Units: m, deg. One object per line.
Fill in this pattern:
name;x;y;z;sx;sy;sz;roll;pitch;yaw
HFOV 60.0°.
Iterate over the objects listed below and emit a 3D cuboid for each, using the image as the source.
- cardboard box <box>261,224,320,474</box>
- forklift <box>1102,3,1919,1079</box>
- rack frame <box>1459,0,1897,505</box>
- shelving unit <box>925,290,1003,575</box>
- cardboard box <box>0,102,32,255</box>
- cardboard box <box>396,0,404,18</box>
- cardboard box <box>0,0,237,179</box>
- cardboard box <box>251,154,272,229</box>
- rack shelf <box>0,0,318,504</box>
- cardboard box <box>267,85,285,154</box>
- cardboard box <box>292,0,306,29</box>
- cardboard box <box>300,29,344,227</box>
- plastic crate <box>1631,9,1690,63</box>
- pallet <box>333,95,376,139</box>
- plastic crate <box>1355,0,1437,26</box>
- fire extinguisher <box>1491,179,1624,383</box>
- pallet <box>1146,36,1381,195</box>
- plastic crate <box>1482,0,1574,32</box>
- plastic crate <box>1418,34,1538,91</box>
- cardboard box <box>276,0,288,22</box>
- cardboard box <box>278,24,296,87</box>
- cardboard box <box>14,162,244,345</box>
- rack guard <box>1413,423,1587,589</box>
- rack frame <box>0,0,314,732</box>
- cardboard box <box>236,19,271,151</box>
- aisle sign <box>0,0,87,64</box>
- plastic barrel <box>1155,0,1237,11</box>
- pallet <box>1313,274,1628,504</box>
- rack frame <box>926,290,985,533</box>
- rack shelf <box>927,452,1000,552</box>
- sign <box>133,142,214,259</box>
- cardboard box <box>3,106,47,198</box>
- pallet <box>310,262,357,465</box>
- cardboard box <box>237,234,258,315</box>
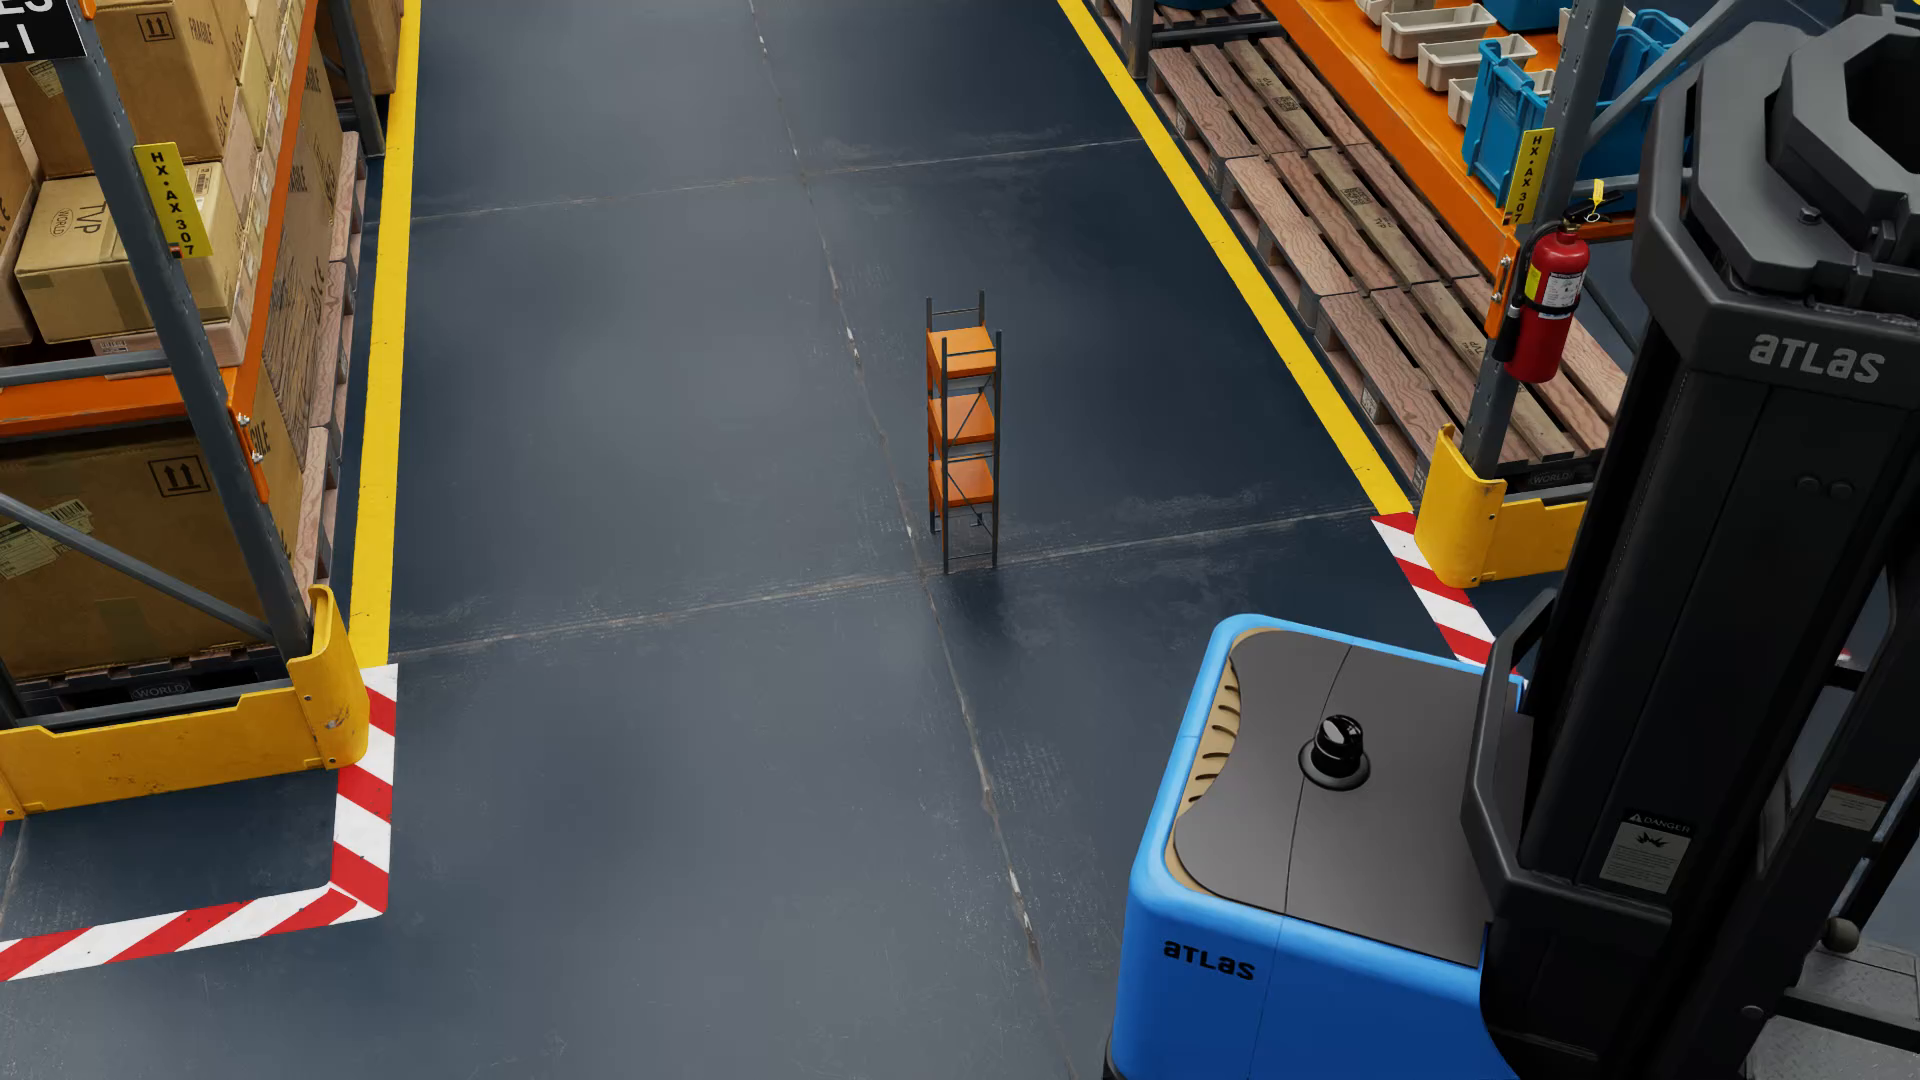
cardboard box;-2.965;-0.791;6.165;0.875;0.875;0.875;-8;42;-9
forklift;1.949;0.513;3.464;3.031;2.935;1.130;13;43;14
rack frame;2.284;-1.145;5.280;1.000;3.000;0.127;-8;42;-9
shelving unit;0.012;-0.358;5.862;0.215;1.050;0.252;-8;42;-9
cardboard box;-2.914;-1.049;4.496;0.500;0.500;0.500;-8;42;-9
cardboard box;-3.767;-3.381;9.084;1.225;0.875;0.875;-10;43;-11
cardboard box;-2.500;-1.444;4.942;0.500;0.500;0.500;-9;42;-10
cardboard box;-2.476;-1.119;5.441;0.380;0.149;0.250;-9;42;-10
rack shelf;-2.984;-1.462;6.180;1.077;0.370;4.000;-8;42;-9
cardboard box;-2.586;-1.451;5.815;0.380;0.149;0.250;-9;42;-10
cardboard box;-2.807;-2.116;6.563;0.380;0.149;0.250;-8;42;-8
cardboard box;-3.351;-1.951;7.472;0.875;0.875;0.875;-8;42;-9
plastic crate;2.410;-1.738;6.030;0.416;0.233;0.300;-8;42;-9
pallet;-3.656;-2.474;8.878;1.003;0.211;1.213;-8;42;-9
plastic crate;1.717;-2.127;6.540;0.298;0.136;0.250;-8;42;-9
fire extinguisher;1.873;-0.813;5.246;0.296;0.674;0.183;-8;42;-9
pallet;1.617;-2.223;8.596;1.003;0.211;1.213;-8;42;-9
plastic crate;2.268;-2.165;6.510;0.416;0.233;0.300;-8;42;-9
plastic crate;1.883;-1.761;6.128;0.396;0.136;0.243;-8;42;-9
cardboard box;-2.839;-2.168;6.322;0.500;0.250;0.500;-8;42;-8
cardboard box;-2.698;-1.785;6.191;0.380;0.149;0.250;-8;42;-9
cardboard box;-2.392;-0.840;4.826;0.500;0.250;0.500;-9;42;-10
rack guard;2.302;-0.196;6.094;1.175;0.500;0.348;-8;42;-9
rack frame;-2.552;-0.435;4.480;1.000;3.000;0.127;-8;42;-9
cardboard box;-2.616;-1.502;5.572;0.500;0.250;0.500;-10;43;-11
aisle sign;-2.244;-1.403;3.613;0.394;0.787;0.004;-8;42;-9
plastic barrel;1.320;-3.465;9.158;0.600;0.901;0.708;-8;42;-9
pallet;2.144;-0.642;6.814;1.003;0.211;1.213;-8;42;-9
rack frame;-0.015;-0.437;5.951;0.200;1.050;0.008;-8;42;-9
rack shelf;0.012;-0.142;6.054;0.215;0.259;0.240;-8;42;-9
sign;-2.009;-0.864;4.252;0.100;0.325;0.005;-8;42;-9
cardboard box;-3.025;-1.095;5.113;0.500;0.250;0.500;-9;42;-10
pallet;-3.061;-0.688;6.866;1.003;0.211;1.213;-8;42;-9
cardboard box;-2.363;-0.784;5.063;0.380;0.149;0.250;-9;42;-10
